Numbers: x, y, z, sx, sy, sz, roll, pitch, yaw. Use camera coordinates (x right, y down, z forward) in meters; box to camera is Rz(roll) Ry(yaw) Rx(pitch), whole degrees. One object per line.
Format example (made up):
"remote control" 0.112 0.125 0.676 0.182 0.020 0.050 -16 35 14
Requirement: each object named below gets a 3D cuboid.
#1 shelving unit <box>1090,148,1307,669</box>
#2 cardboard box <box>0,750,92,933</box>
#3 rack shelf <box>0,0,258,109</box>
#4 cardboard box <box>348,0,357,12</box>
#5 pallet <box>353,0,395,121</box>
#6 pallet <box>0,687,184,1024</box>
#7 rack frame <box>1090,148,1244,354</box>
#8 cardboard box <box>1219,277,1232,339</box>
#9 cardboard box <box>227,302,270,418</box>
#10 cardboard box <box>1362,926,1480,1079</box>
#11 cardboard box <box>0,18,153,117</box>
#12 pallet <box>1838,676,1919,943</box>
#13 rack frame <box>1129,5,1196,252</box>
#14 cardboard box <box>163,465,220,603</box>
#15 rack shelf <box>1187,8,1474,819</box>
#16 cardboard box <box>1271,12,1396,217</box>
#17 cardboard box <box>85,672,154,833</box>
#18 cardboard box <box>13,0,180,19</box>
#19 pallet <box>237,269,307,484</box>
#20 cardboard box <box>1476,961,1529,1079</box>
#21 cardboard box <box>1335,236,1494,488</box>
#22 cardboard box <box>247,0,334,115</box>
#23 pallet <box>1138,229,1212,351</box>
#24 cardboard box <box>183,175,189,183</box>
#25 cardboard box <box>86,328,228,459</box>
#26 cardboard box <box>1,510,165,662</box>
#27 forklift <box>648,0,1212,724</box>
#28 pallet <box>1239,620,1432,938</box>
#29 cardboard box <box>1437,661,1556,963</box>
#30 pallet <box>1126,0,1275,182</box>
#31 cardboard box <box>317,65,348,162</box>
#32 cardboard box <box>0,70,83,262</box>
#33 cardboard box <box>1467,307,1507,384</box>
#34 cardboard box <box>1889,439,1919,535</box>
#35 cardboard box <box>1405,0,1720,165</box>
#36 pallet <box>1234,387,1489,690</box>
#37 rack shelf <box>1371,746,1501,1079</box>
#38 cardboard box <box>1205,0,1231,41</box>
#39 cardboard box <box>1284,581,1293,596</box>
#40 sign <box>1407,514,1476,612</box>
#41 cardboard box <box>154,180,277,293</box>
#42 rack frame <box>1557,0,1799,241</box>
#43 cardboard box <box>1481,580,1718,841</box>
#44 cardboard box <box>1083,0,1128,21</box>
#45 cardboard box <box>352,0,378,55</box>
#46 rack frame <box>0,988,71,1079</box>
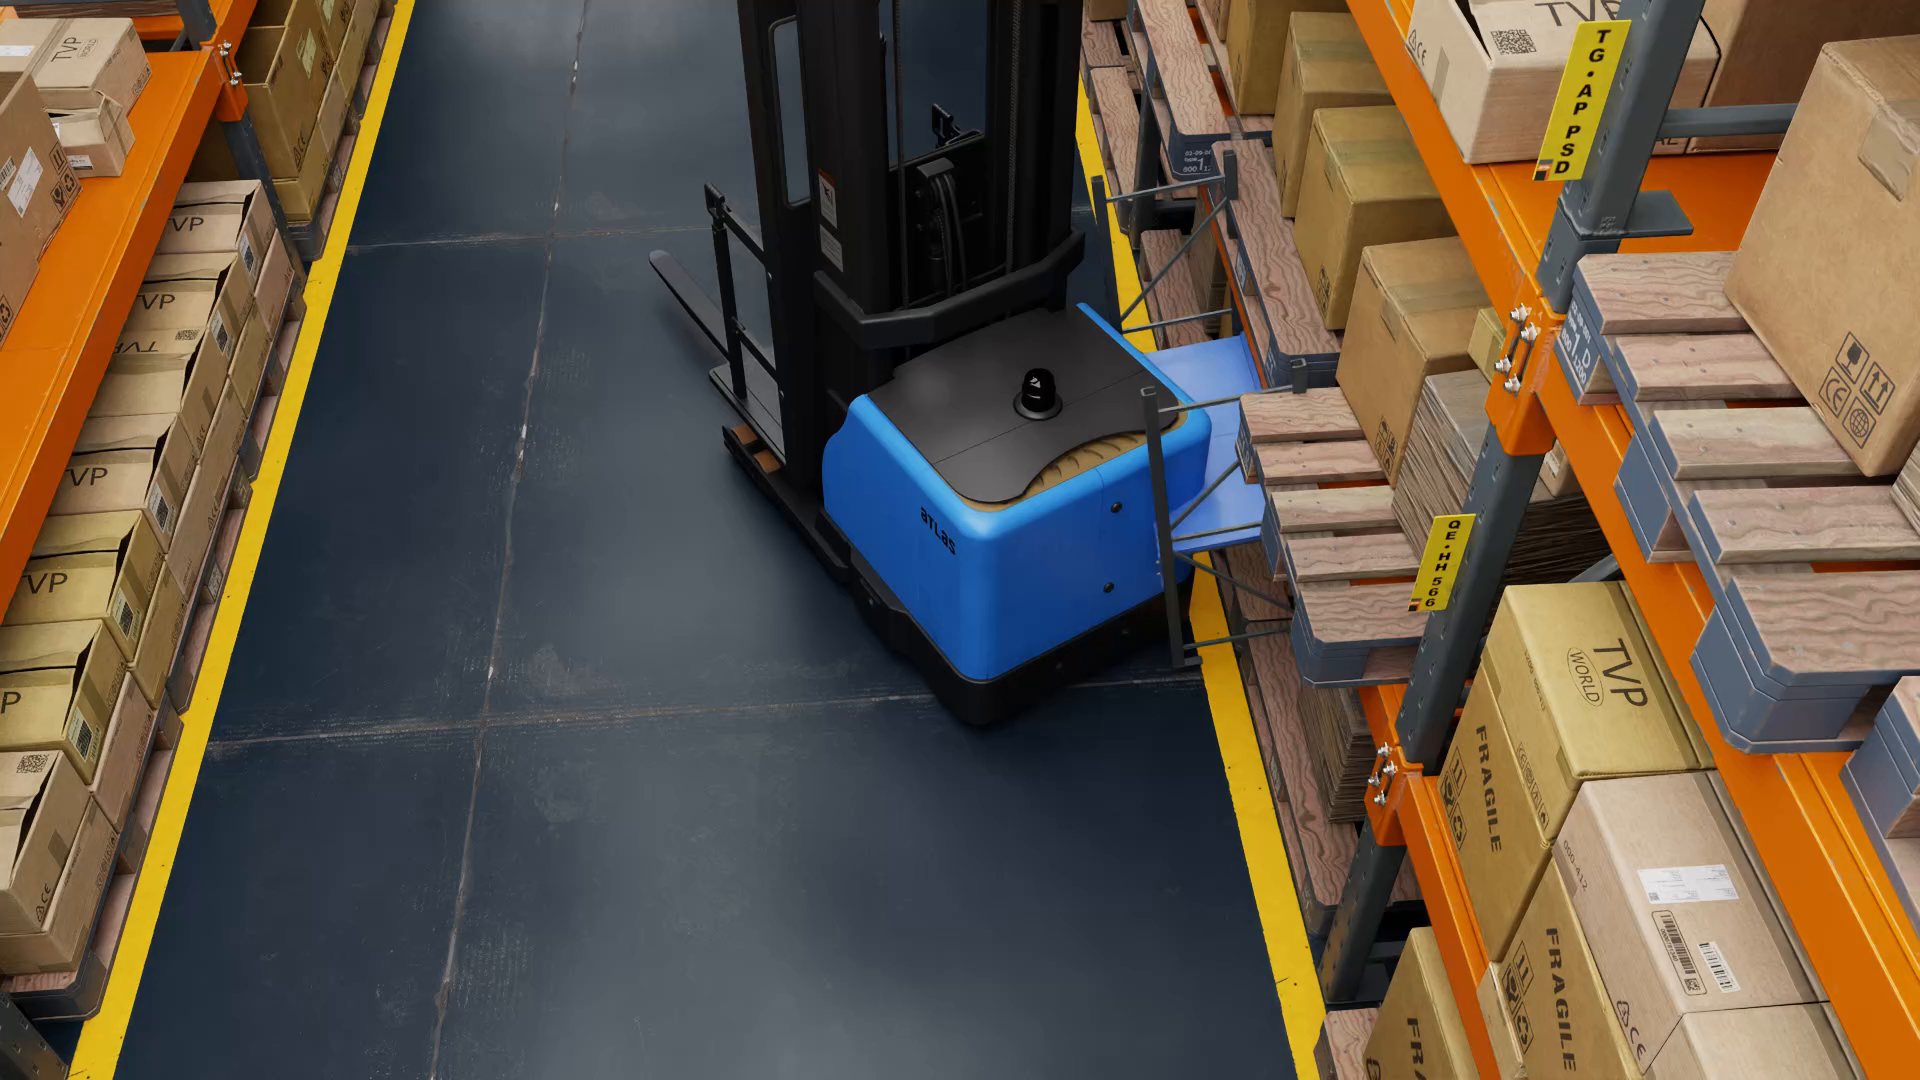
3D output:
"shelving unit" 0.867 -0.427 5.931 0.538 1.500 1.048 -10 51 4
"cardboard box" -3.021 0.903 5.047 0.500 0.311 0.500 -2 47 -2
"rack shelf" -3.772 -3.402 8.402 1.077 0.370 4.000 -3 47 -3
"cardboard box" -3.459 -3.099 8.707 0.500 0.500 0.500 -3 47 -3
"pallet" -3.734 -2.706 9.168 1.003 0.211 1.213 -3 47 -3
"pallet" -3.299 1.052 5.608 1.003 0.211 1.213 -3 47 -3
"rack frame" 0.816 -0.819 6.250 0.500 1.500 0.032 -10 51 4
"cardboard box" 1.503 -0.896 6.951 0.700 0.500 0.500 -4 47 -4
"cardboard box" -3.240 -0.753 7.002 0.500 0.250 0.500 -4 47 -4
"cardboard box" 1.597 1.523 4.433 0.750 0.750 0.750 -4 47 -4
"cardboard box" -3.520 -1.797 6.490 0.500 0.250 0.500 -1 47 -1
"pallet" 1.870 0.693 2.092 1.003 0.211 1.213 -2 47 -1
"rack frame" 1.332 -2.506 7.058 1.000 3.000 0.127 -3 47 -3
"cardboard box" -3.156 -0.015 6.302 0.500 0.250 0.500 -3 47 -2
"rack shelf" 1.499 -0.812 5.948 1.077 0.370 4.000 -3 47 -3
"cardboard box" 1.466 -1.442 5.678 0.700 0.500 0.500 2 47 2
"cardboard box" -3.064 0.732 5.595 0.500 0.250 0.500 -5 47 -4
"cardboard box" -3.648 -2.558 7.037 0.700 0.500 0.500 -5 47 -4
"pallet" -3.504 -0.713 7.280 1.003 0.211 1.213 -3 47 -3
"cardboard box" 1.414 1.100 3.802 0.380 0.149 0.250 -2 47 -2
"cardboard box" 1.543 -0.540 4.824 0.700 0.500 0.500 -7 47 -7
"cardboard box" -3.381 -2.375 8.021 0.500 0.500 0.500 -3 47 -3
"pallet" 1.398 -0.984 7.537 1.003 0.211 1.213 -3 47 -3
"cardboard box" -3.861 -1.724 7.921 0.500 0.250 0.500 -3 47 -3
"cardboard box" -3.195 -0.581 6.453 0.500 0.311 0.500 -4 47 -3
"cardboard box" -3.113 0.154 5.756 0.500 0.311 0.500 -5 47 -4
"forklift" -0.341 -1.390 6.048 1.130 2.935 3.031 -25 52 -22
"pallet" 1.603 0.781 5.865 1.003 0.211 1.213 -3 47 -3
"cardboard box" 1.452 0.611 3.818 0.500 0.500 0.500 -2 47 -2
"pallet" 1.251 -1.878 6.595 1.003 0.211 1.213 -3 47 -3
"cardboard box" -3.378 -2.117 8.294 0.500 0.250 0.500 -3 47 -3
"cardboard box" -3.512 -1.299 5.845 0.500 0.500 0.500 0 47 0
"cardboard box" 1.566 -0.501 4.340 0.380 0.149 0.250 -11 47 -10
"cardboard box" 1.861 -0.102 2.343 0.700 0.500 0.500 -6 47 -5
"cardboard box" 1.337 -1.124 3.731 0.500 0.311 0.500 -3 47 -3
"pallet" 1.501 -0.055 4.869 1.213 0.211 1.003 -3 47 -3
"rack shelf" 1.834 2.082 3.208 1.077 0.370 4.000 -3 47 -3
"cardboard box" 1.340 -2.322 6.511 0.700 0.500 0.500 -3 47 -3
"cardboard box" 1.557 -0.159 6.253 0.700 0.500 0.500 -4 47 -4
"sign" 1.127 0.057 3.887 0.100 0.325 0.005 -3 47 -3
"cardboard box" -3.285 -1.319 7.151 0.500 0.311 0.500 -3 47 -3
"rack frame" 1.667 -1.675 2.139 1.000 3.000 0.127 -3 47 -3
"cardboard box" 1.450 0.351 3.547 0.500 0.250 0.500 -2 47 -2
"cardboard box" 1.024 -3.240 9.171 0.700 0.500 0.500 -6 47 -6
"cardboard box" -3.462 -2.841 8.979 0.500 0.250 0.500 -3 47 -3
"rack frame" -3.269 0.692 4.029 1.000 3.000 0.127 -3 47 -3
